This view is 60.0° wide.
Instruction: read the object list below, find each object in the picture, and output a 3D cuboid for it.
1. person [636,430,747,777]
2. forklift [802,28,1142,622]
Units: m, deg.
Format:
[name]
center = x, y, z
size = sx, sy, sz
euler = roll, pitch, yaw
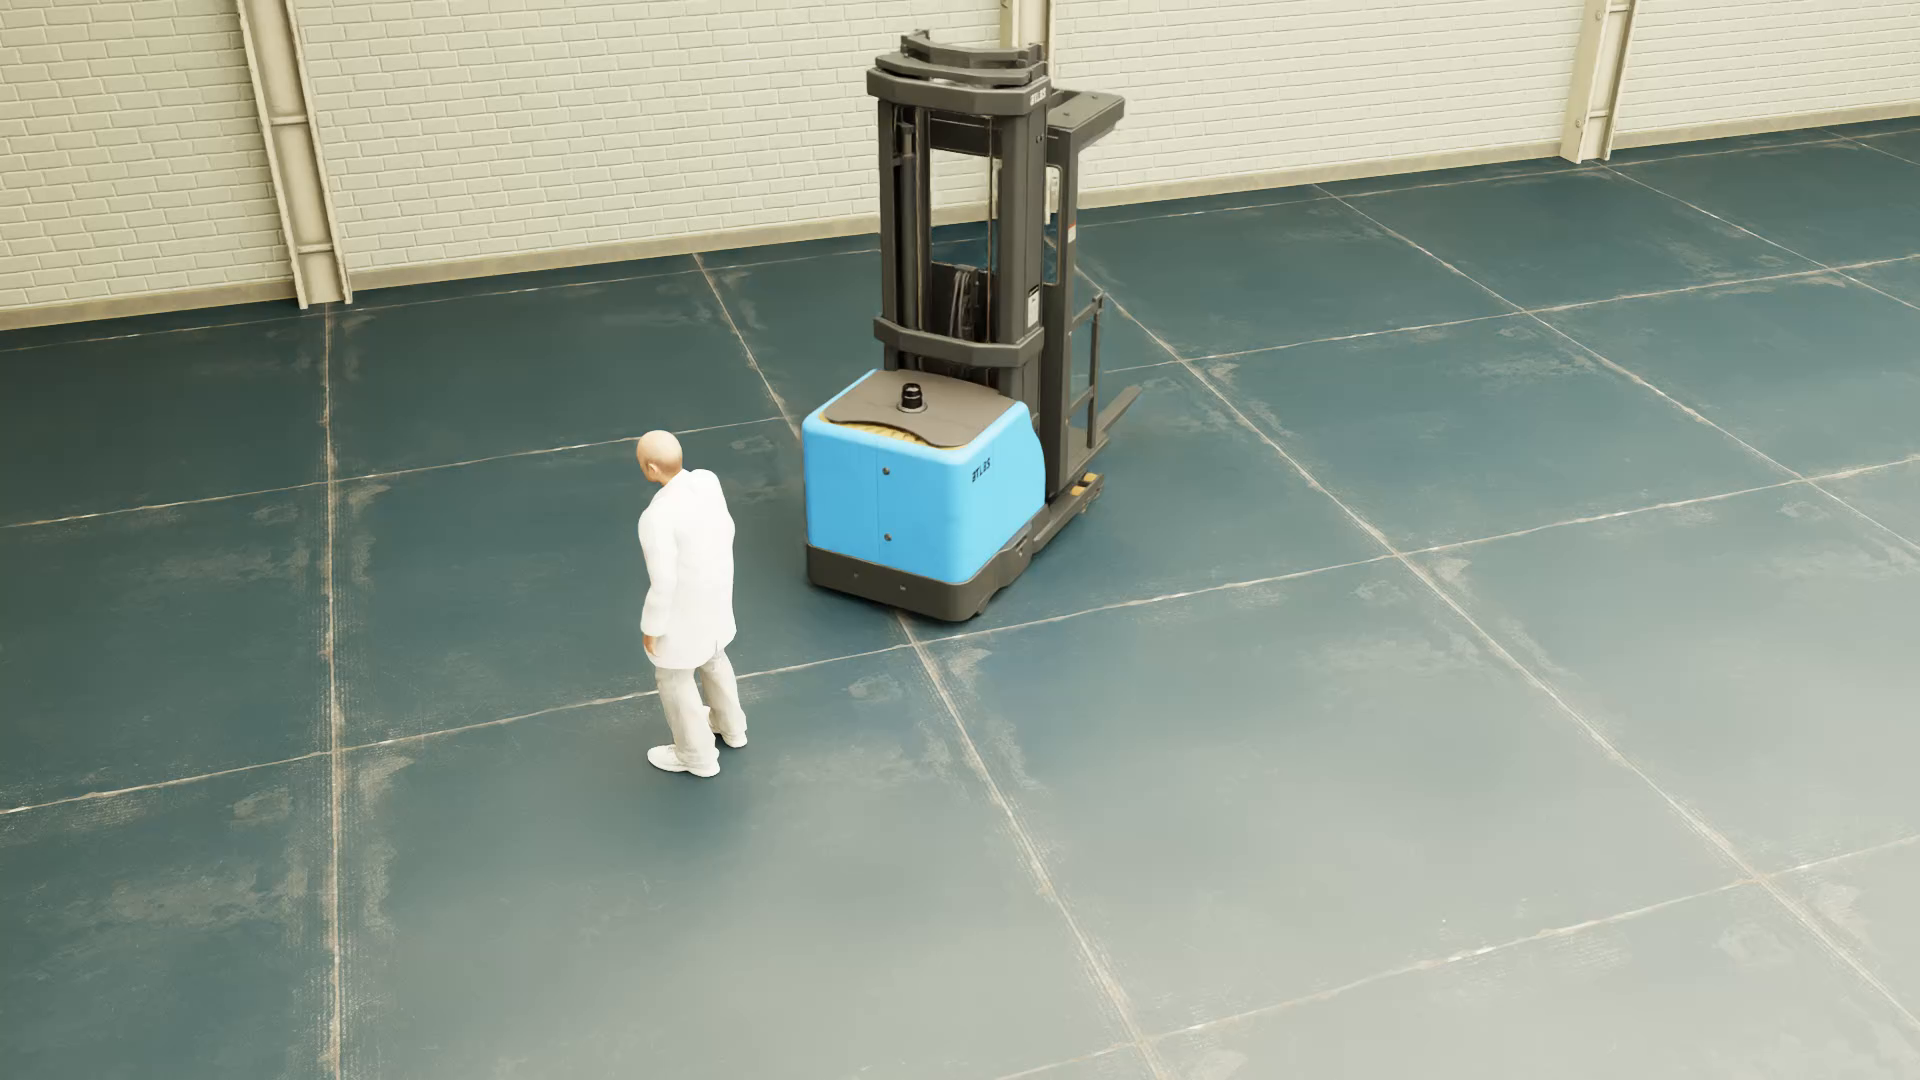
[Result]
[person]
center = -1.272, 0.295, 7.737
size = 0.430, 1.772, 0.647
euler = 14, 33, 23
[forklift]
center = 0.251, -1.532, 9.750
size = 1.130, 2.935, 3.031
euler = 15, 33, 24
